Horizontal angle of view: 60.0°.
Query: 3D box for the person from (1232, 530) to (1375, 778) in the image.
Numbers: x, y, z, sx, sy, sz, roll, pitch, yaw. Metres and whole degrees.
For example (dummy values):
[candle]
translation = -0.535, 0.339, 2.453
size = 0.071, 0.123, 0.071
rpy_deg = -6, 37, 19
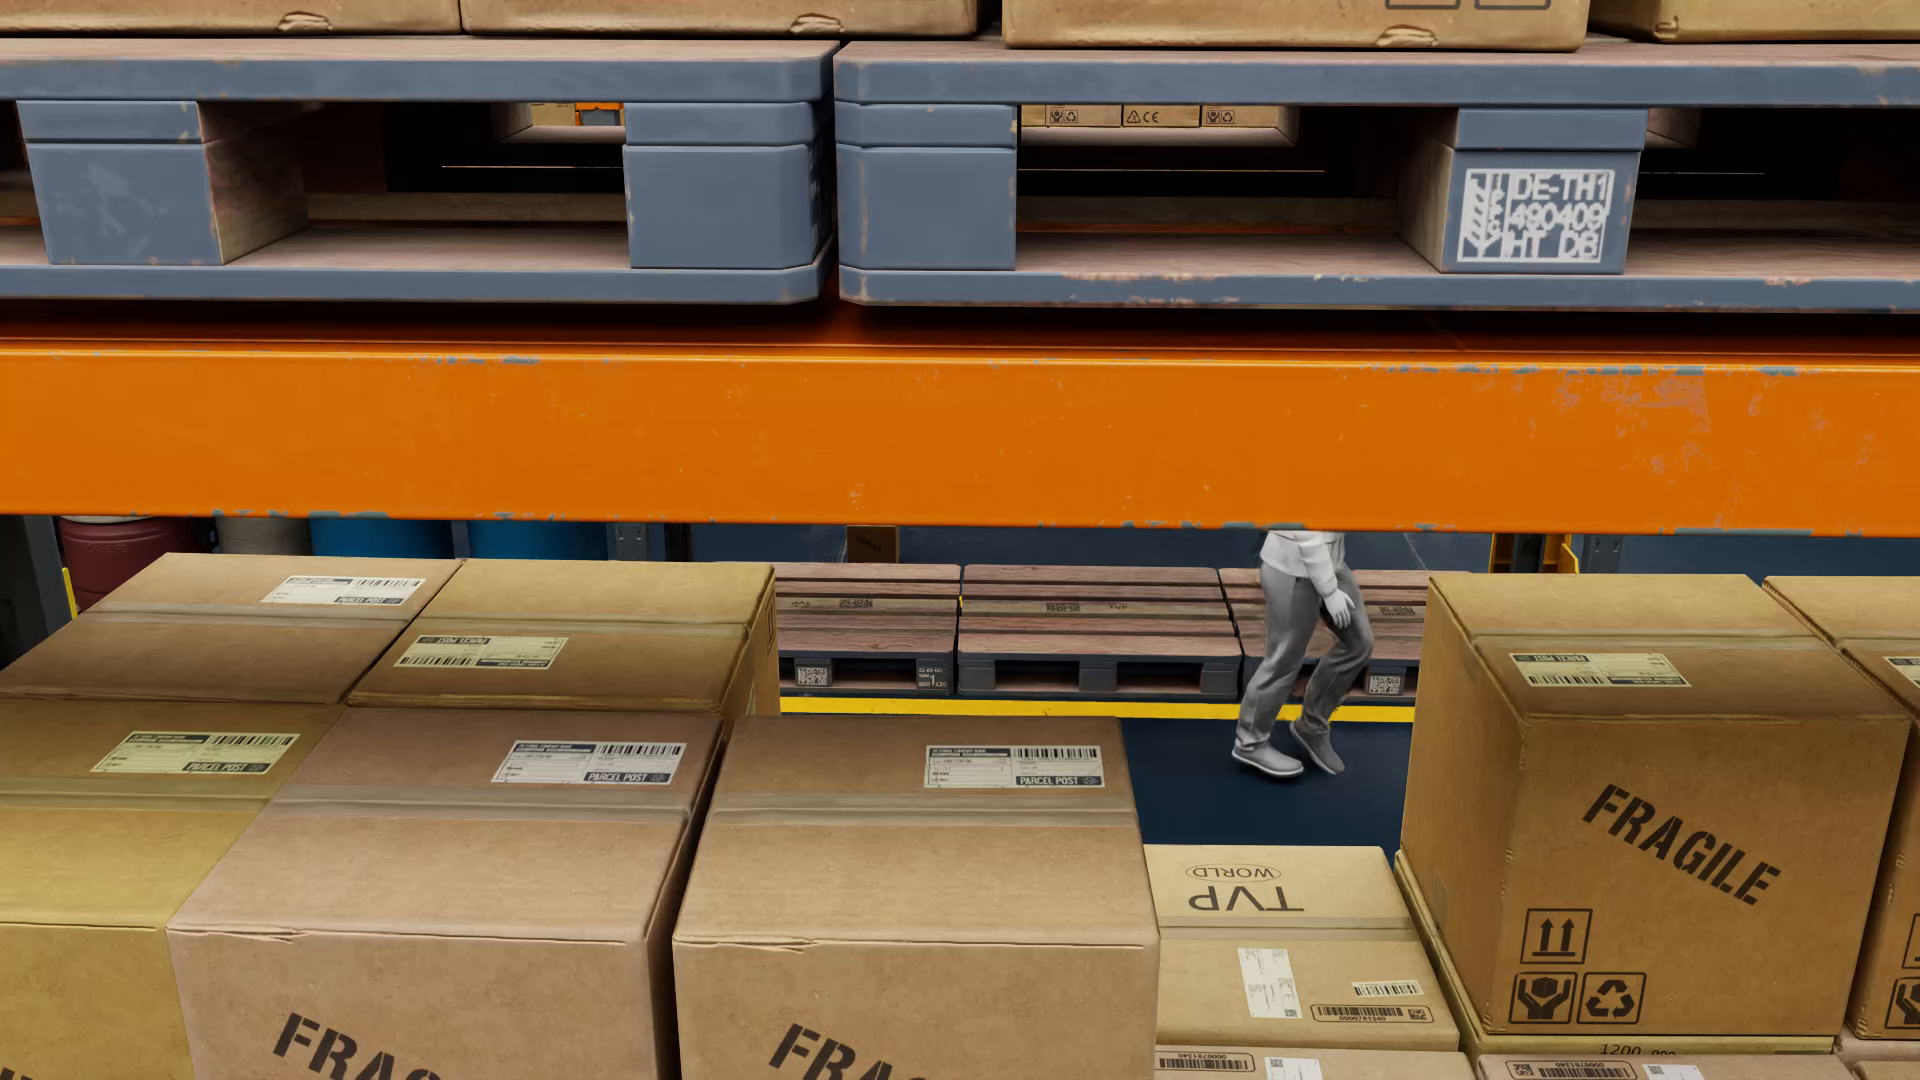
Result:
[person]
translation = 1.300, 0.137, 6.194
size = 0.481, 1.733, 0.495
rpy_deg = 10, 23, 24
